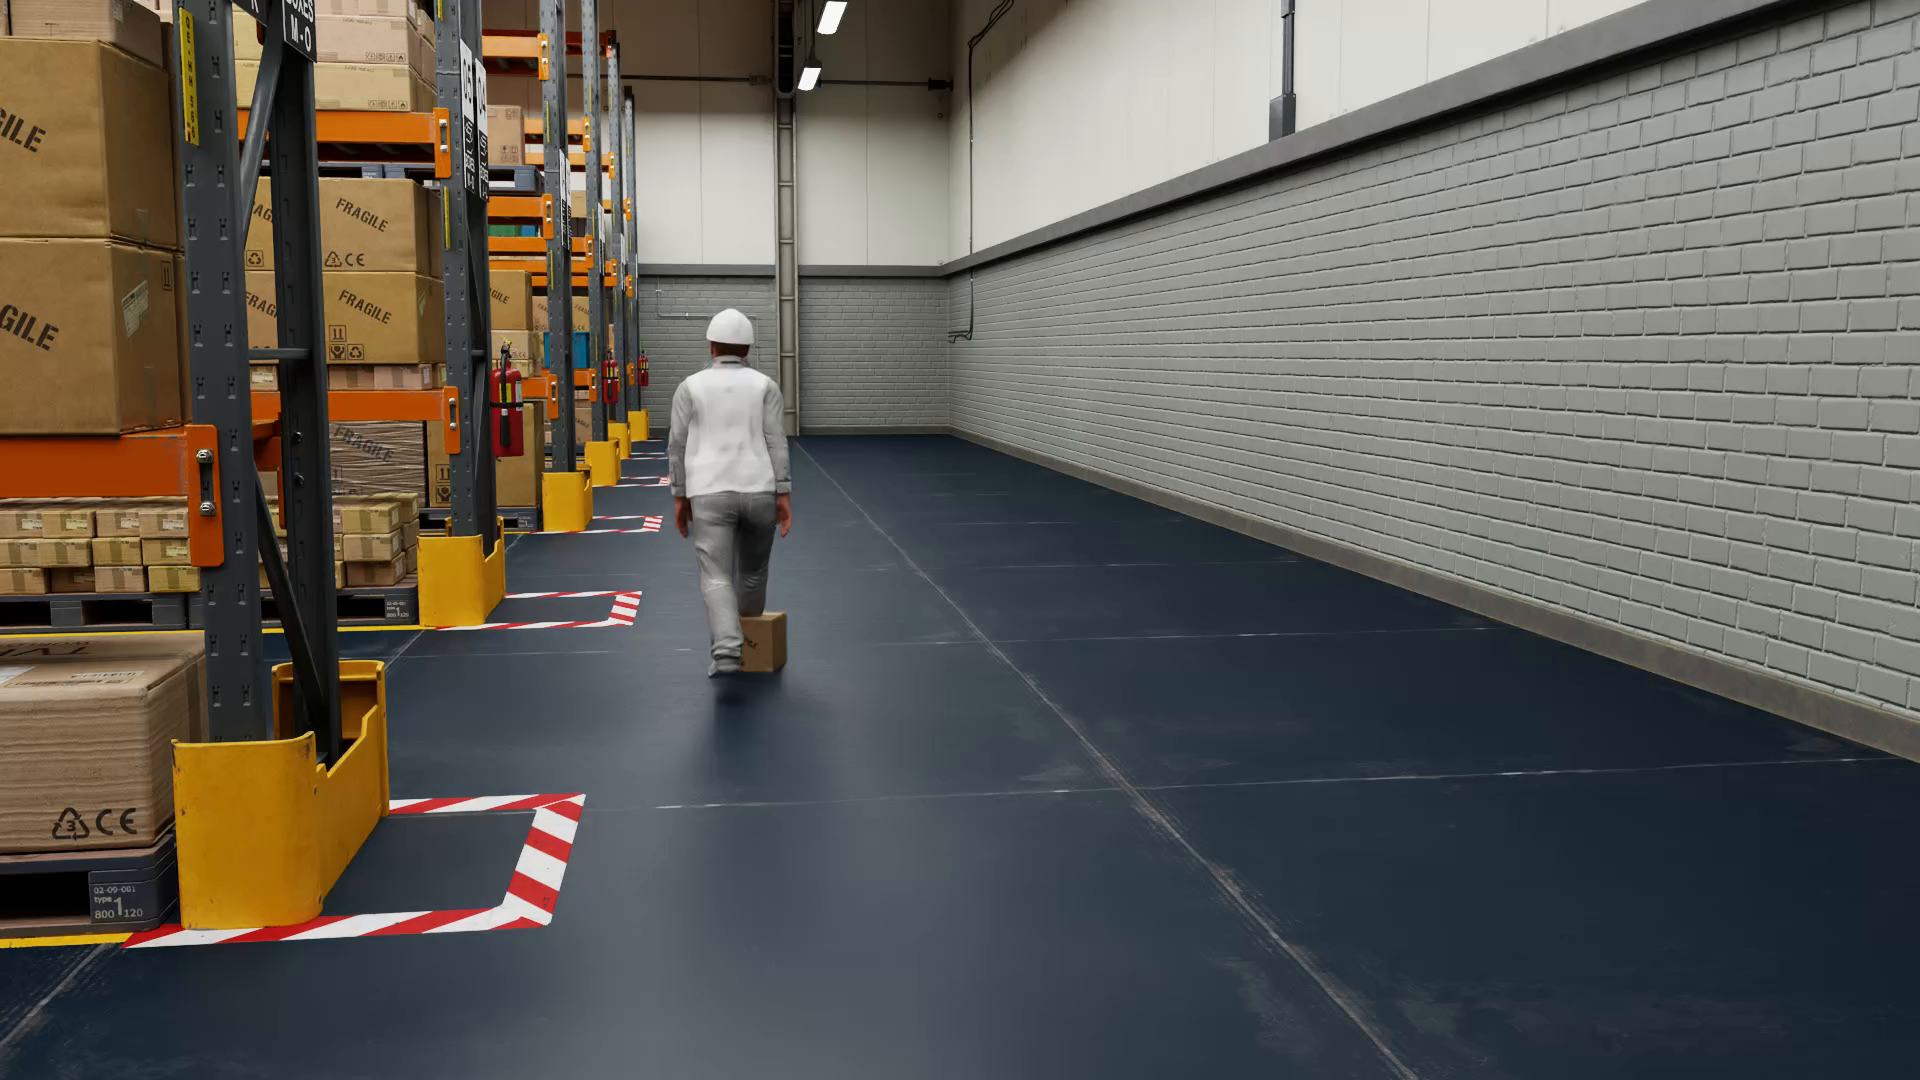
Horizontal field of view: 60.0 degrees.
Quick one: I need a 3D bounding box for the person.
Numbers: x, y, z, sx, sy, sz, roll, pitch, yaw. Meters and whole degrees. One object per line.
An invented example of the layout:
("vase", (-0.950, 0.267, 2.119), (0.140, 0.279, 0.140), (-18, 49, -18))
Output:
("person", (-1.065, -0.209, 7.692), (0.552, 1.712, 1.112), (-2, 7, -15))
